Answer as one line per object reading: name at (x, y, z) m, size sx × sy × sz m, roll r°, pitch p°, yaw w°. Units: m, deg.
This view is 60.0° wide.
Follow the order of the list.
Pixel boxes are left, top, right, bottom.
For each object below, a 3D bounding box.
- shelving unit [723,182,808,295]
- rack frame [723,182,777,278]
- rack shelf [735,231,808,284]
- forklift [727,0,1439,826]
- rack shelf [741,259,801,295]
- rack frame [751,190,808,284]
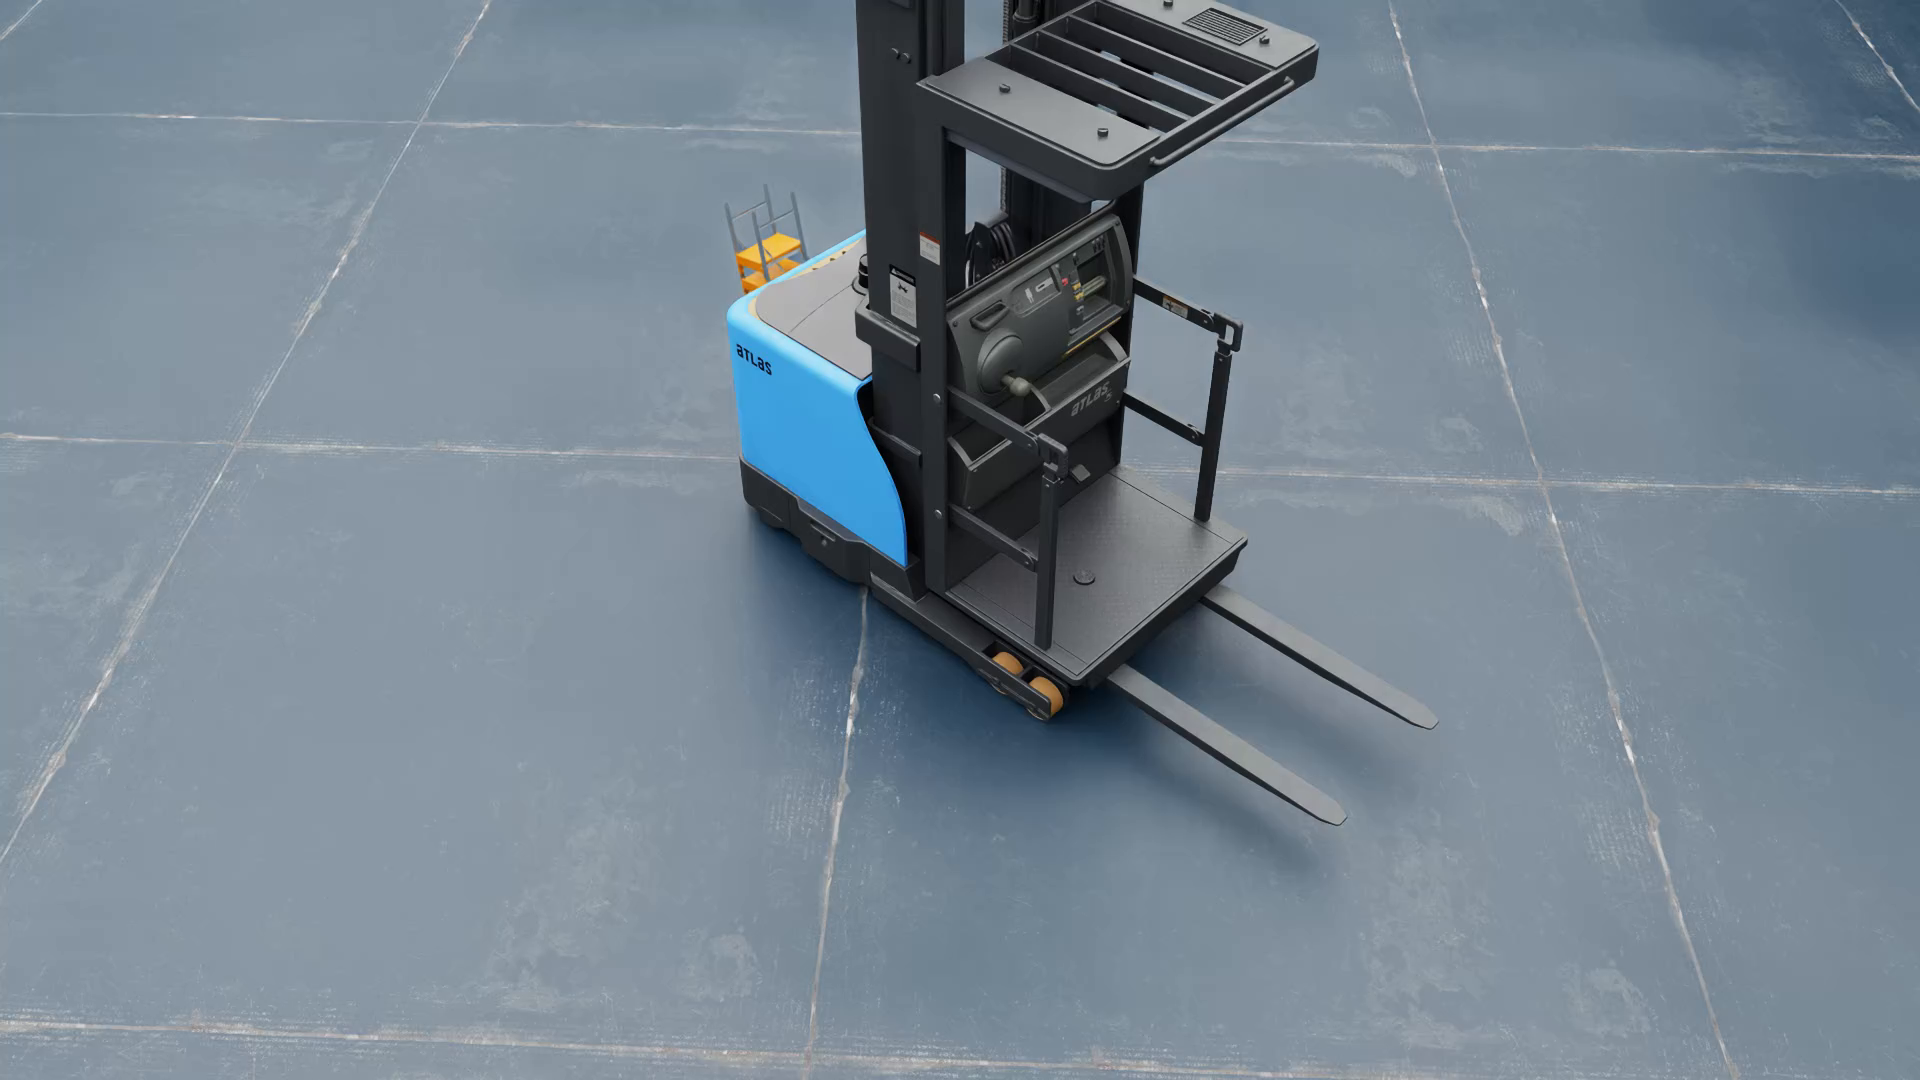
shelving unit at (-0.775, -0.972, 7.402) m, size 0.189 × 1.200 × 0.258 m, roll 25°, pitch 48°, yaw 39°
rack frame at (-0.839, -1.003, 7.459) m, size 0.006 × 1.200 × 0.240 m, roll 25°, pitch 48°, yaw 39°
rack shelf at (-0.816, -1.227, 7.220) m, size 0.180 × 0.103 × 0.258 m, roll 25°, pitch 48°, yaw 39°
forklift at (0.459, -0.778, 5.934) m, size 3.031 × 2.935 × 1.130 m, roll 33°, pitch 52°, yaw 30°
rack shelf at (-0.800, -1.130, 7.289) m, size 0.180 × 0.103 × 0.258 m, roll 25°, pitch 48°, yaw 39°
rack frame at (-0.710, -0.942, 7.345) m, size 0.006 × 1.200 × 0.240 m, roll 25°, pitch 48°, yaw 39°
